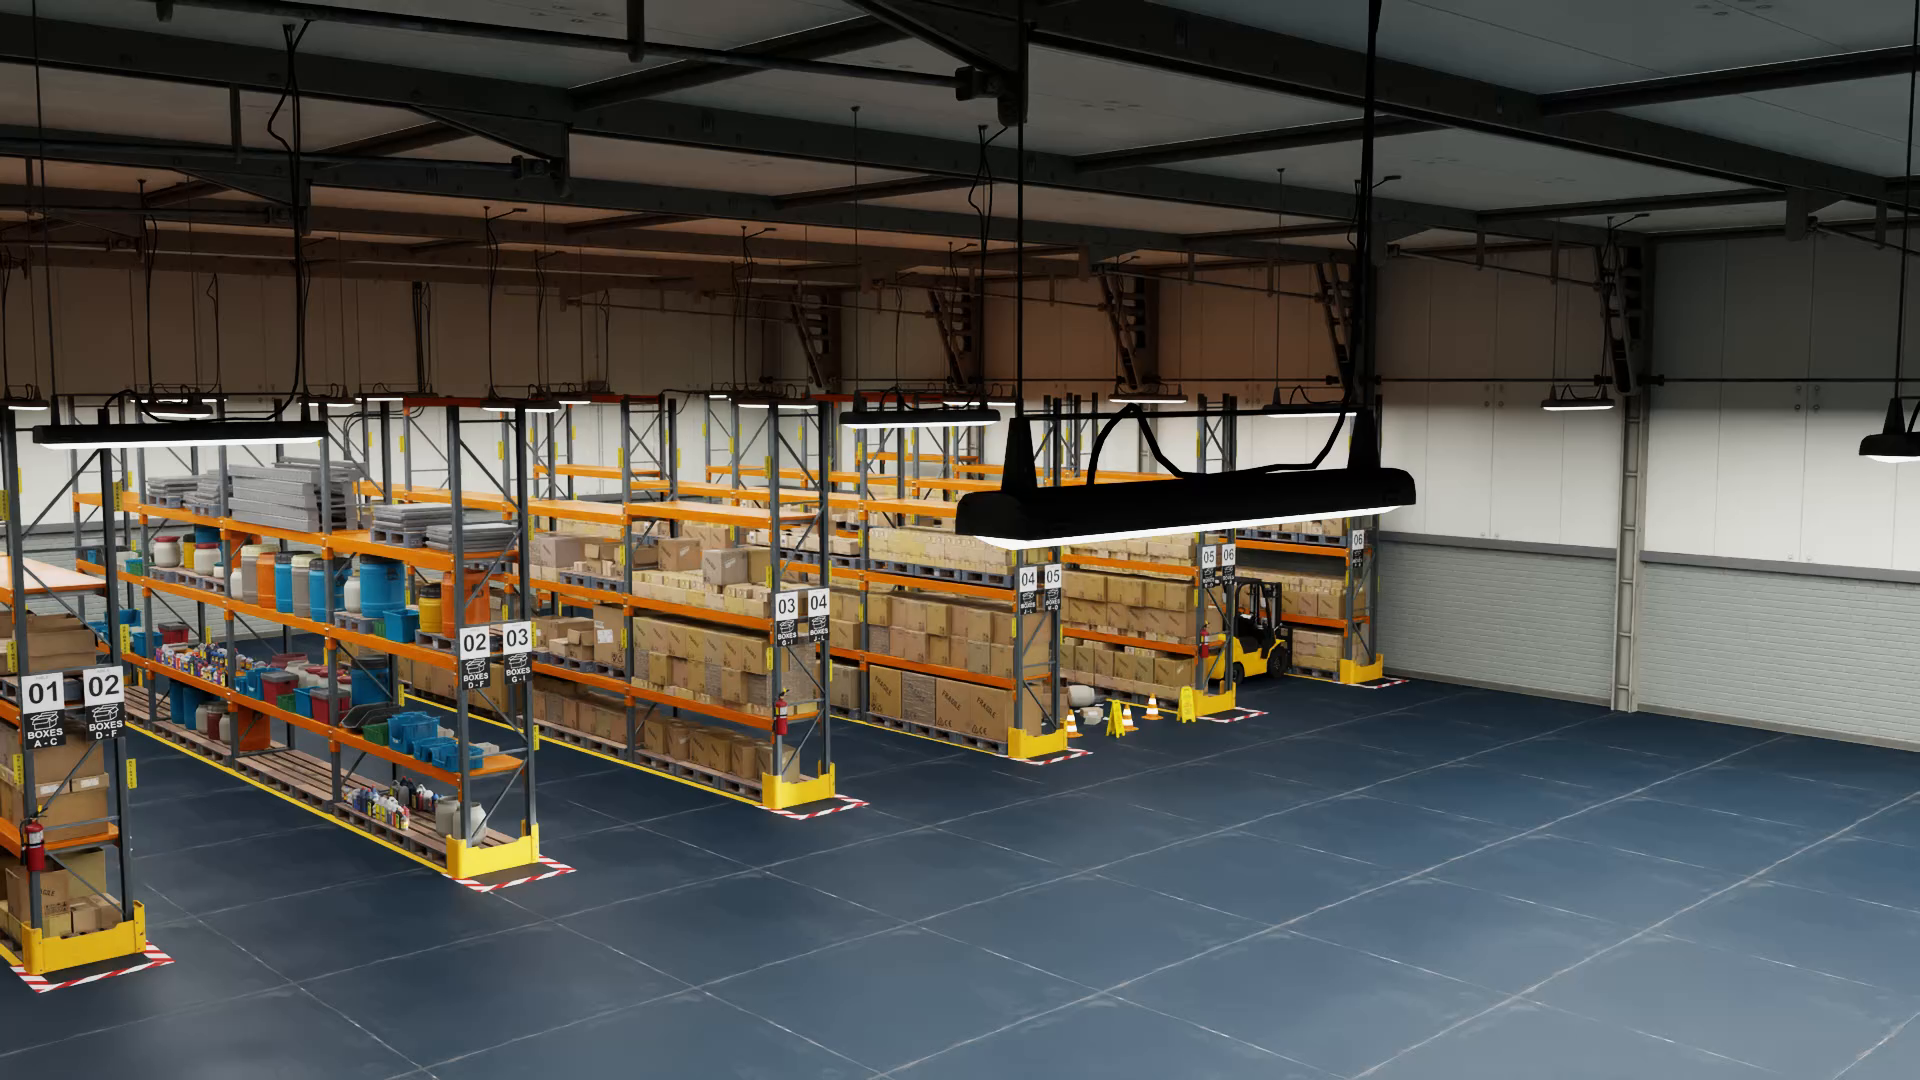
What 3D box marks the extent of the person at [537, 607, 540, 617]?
[{"bbox_3d":[-9.467,2.003,36.604,0.546,1.598,0.737,-4,7,-34],"label":"person"}]
